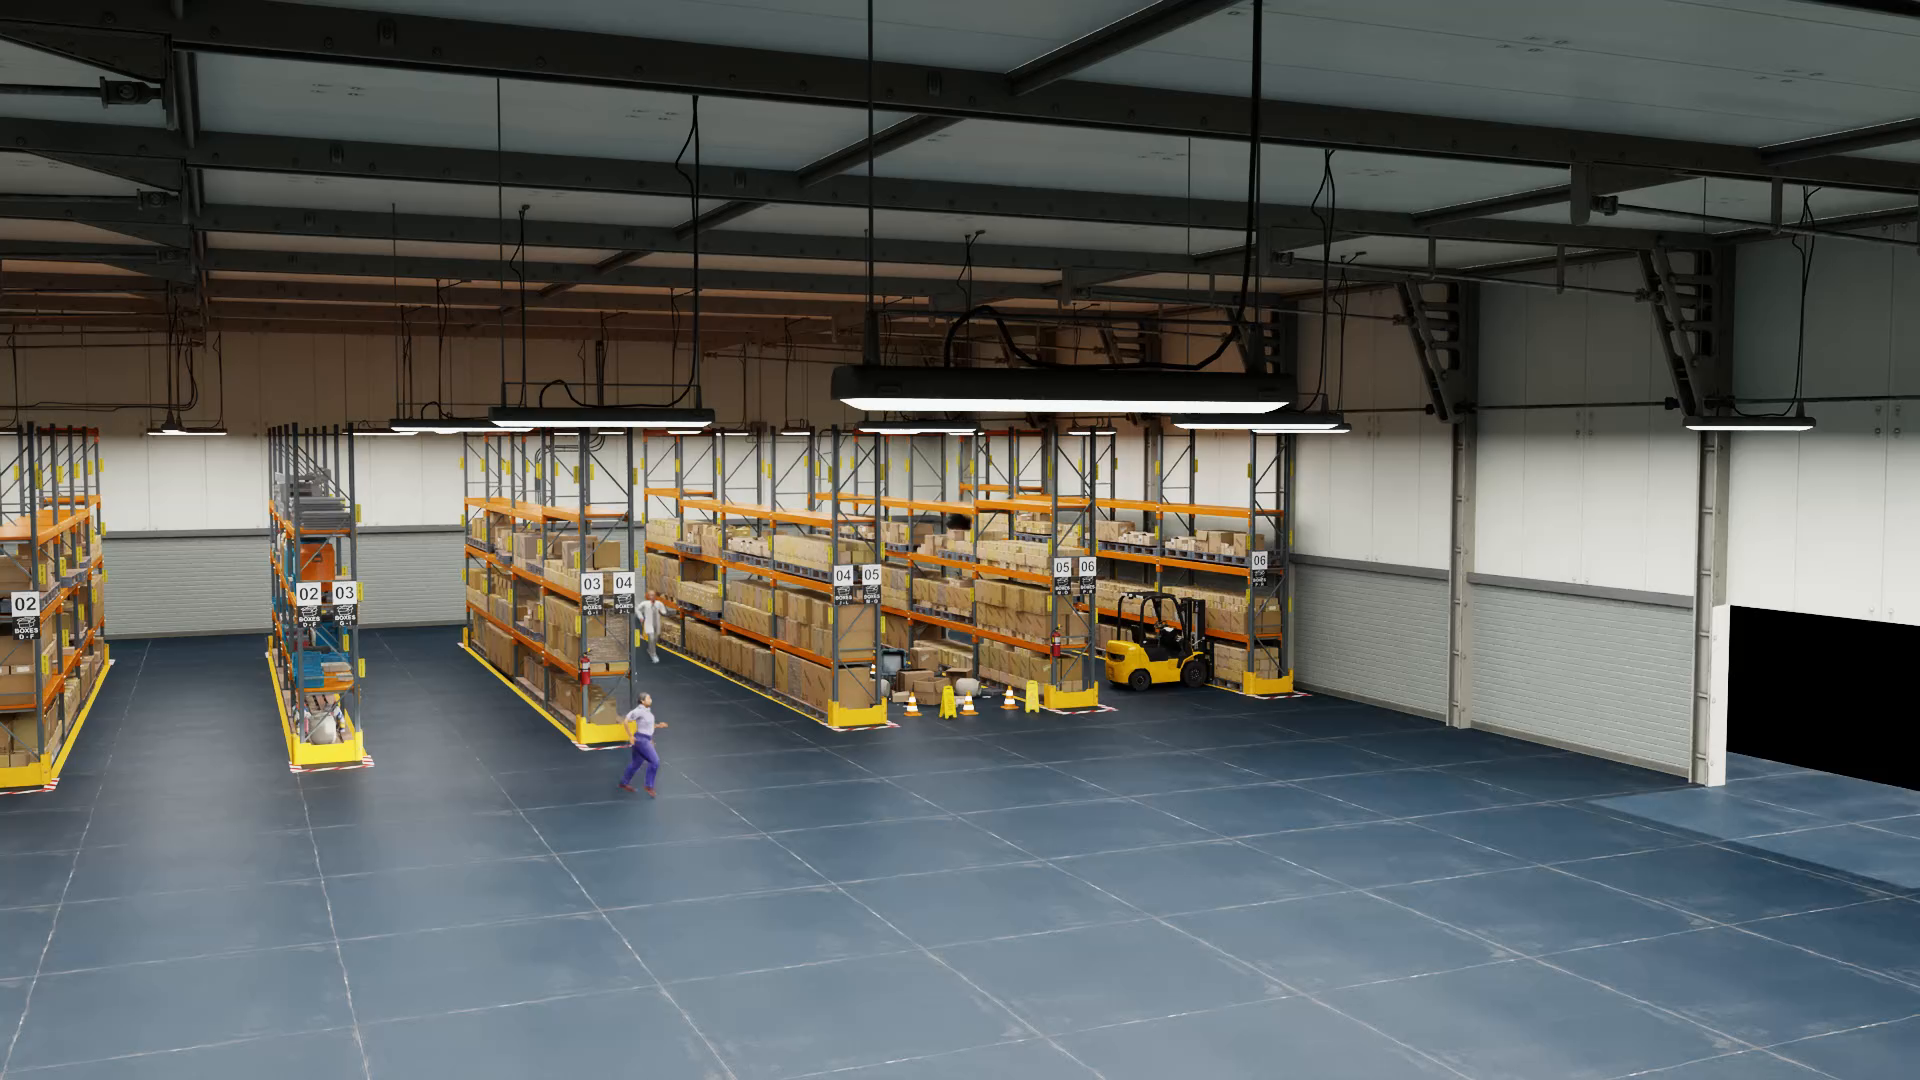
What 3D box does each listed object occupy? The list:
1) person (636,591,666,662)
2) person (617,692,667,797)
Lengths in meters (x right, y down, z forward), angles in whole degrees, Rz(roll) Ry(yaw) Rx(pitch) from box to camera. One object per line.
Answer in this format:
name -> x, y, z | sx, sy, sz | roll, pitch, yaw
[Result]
person -> -7.887, 2.198, 42.677 | 0.695, 1.781, 1.045 | -2, 4, -32
person -> -5.091, 3.287, 26.620 | 0.822, 1.693, 0.570 | 0, 3, -2
